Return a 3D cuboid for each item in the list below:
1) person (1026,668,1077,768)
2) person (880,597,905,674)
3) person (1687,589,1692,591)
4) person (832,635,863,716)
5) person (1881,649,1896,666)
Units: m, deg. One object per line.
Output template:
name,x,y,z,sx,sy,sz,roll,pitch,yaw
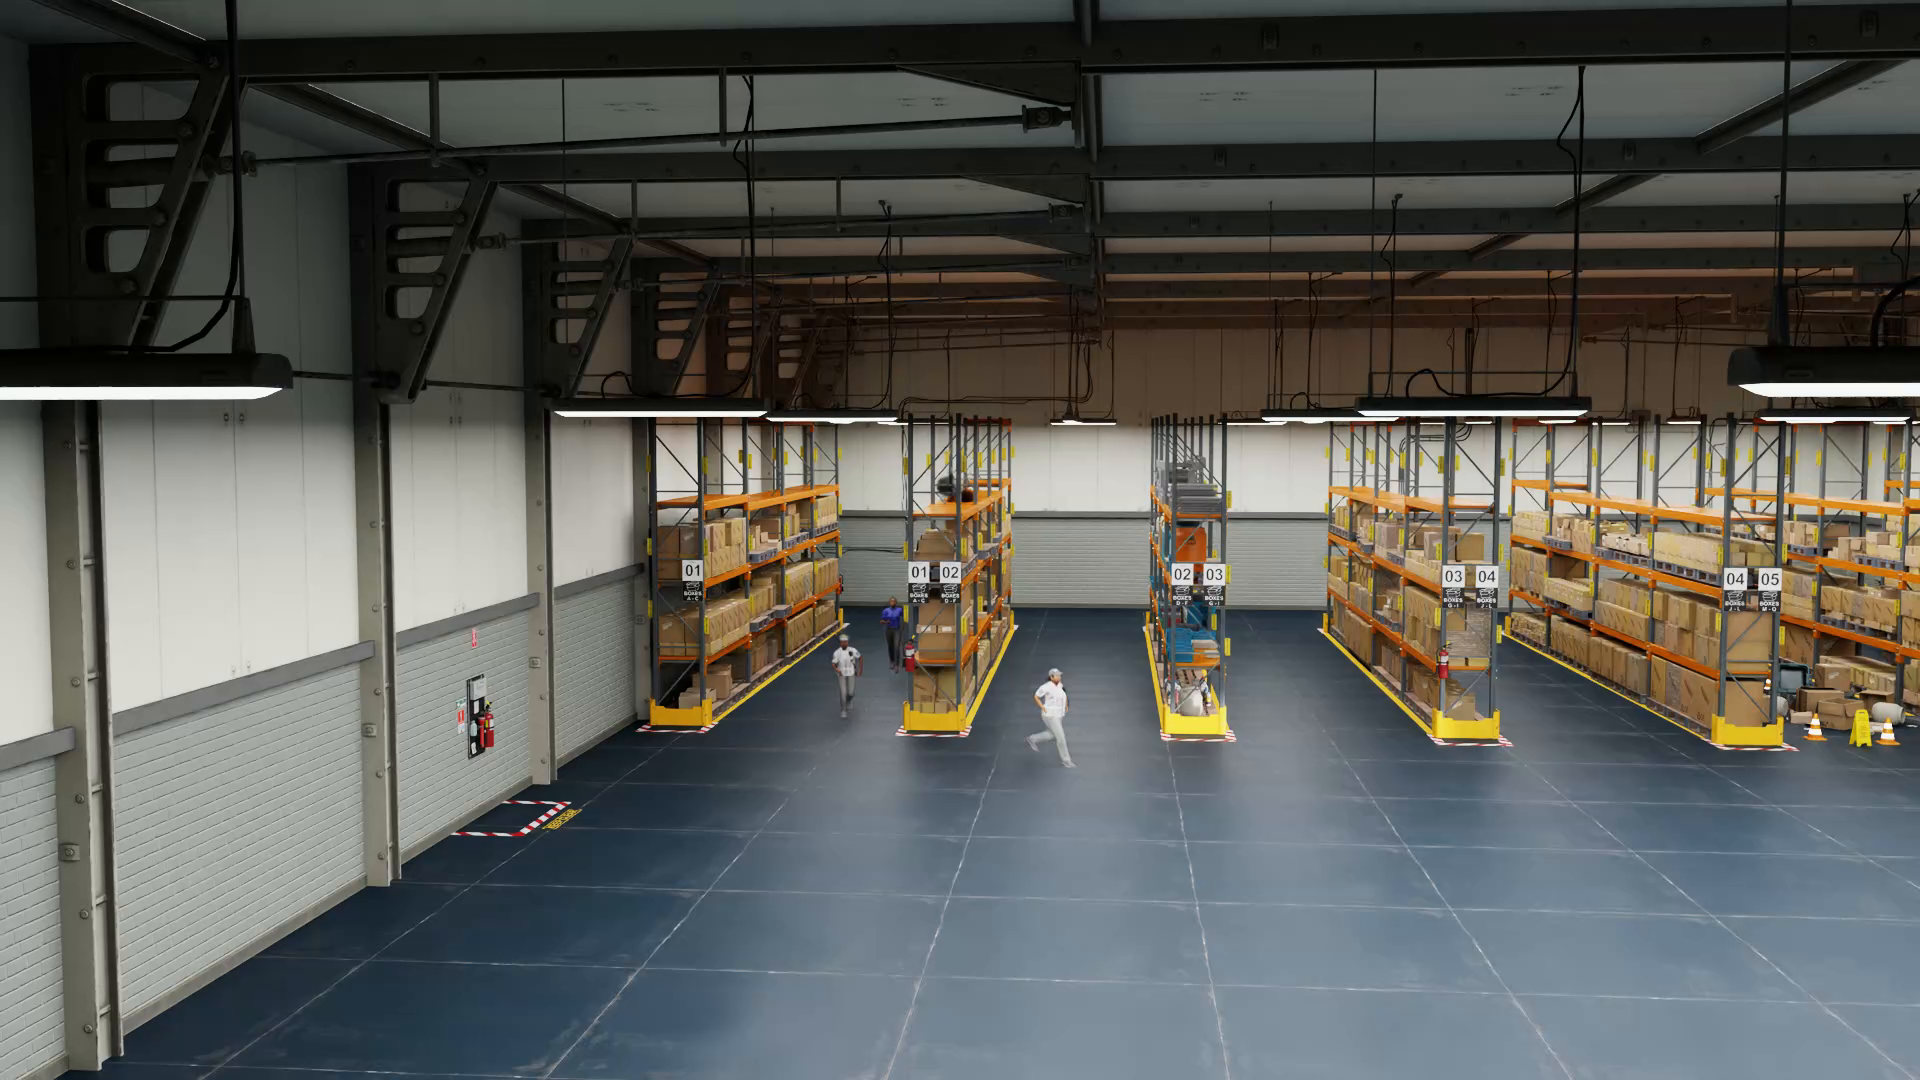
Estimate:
person,1.565,3.018,28.331,1.066,1.684,0.578,3,5,33
person,-1.502,2.114,37.388,0.576,1.685,0.853,0,4,1
person,20.686,1.735,47.019,0.537,1.652,0.690,2,4,29
person,-2.231,2.686,32.867,0.611,1.657,0.652,0,4,-2
person,21.488,2.300,38.268,0.643,1.680,0.603,0,4,5
